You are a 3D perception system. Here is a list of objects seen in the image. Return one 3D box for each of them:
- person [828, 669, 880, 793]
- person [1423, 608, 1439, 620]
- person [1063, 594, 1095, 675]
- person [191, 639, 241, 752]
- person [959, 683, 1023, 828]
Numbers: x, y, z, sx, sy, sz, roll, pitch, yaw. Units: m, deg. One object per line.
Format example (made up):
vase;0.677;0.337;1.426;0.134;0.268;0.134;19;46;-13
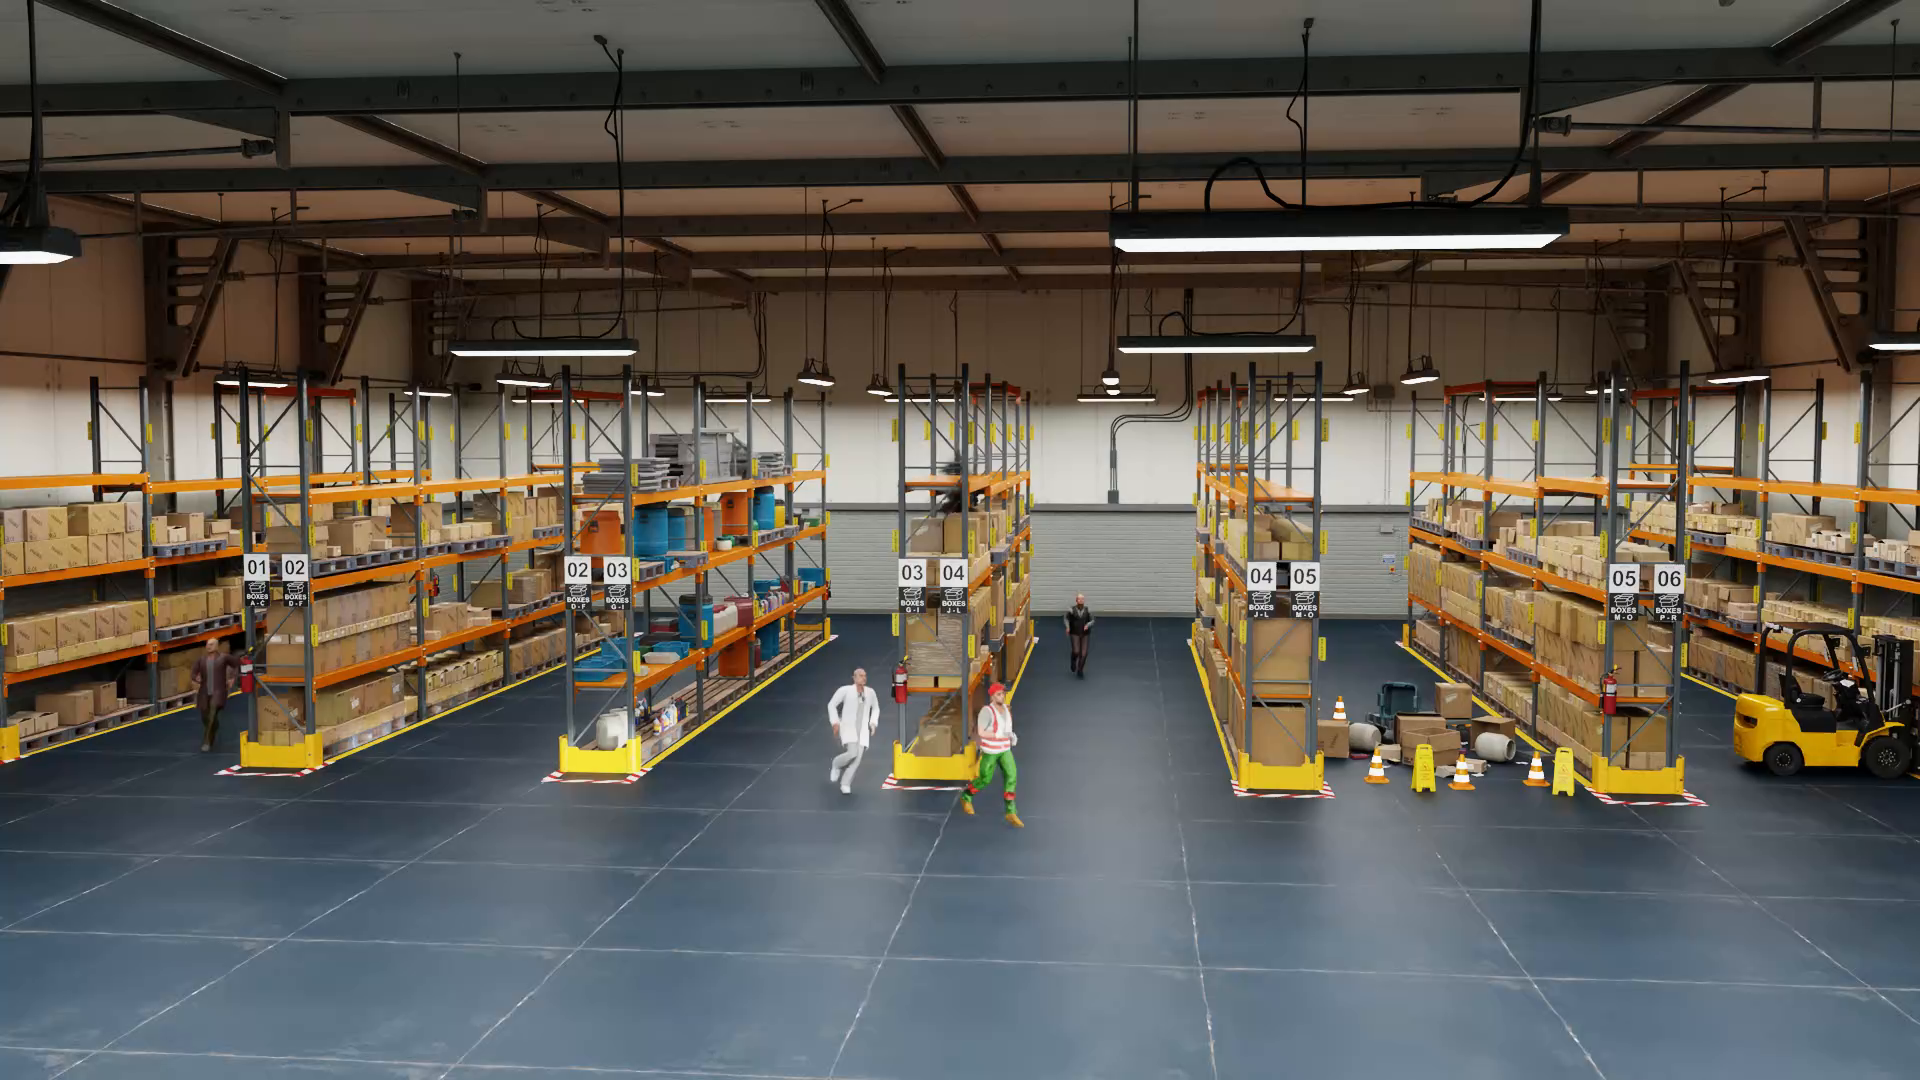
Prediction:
person;-1.445;2.699;23.306;0.738;1.610;0.580;-2;4;-27
person;11.491;1.580;40.268;0.784;1.748;0.776;1;4;21
person;2.465;1.962;34.197;0.645;1.675;0.575;0;4;-4
person;-11.857;2.434;26.359;0.723;1.722;1.059;0;4;-2
person;0.435;2.730;21.398;0.672;1.812;0.986;-3;5;-39
